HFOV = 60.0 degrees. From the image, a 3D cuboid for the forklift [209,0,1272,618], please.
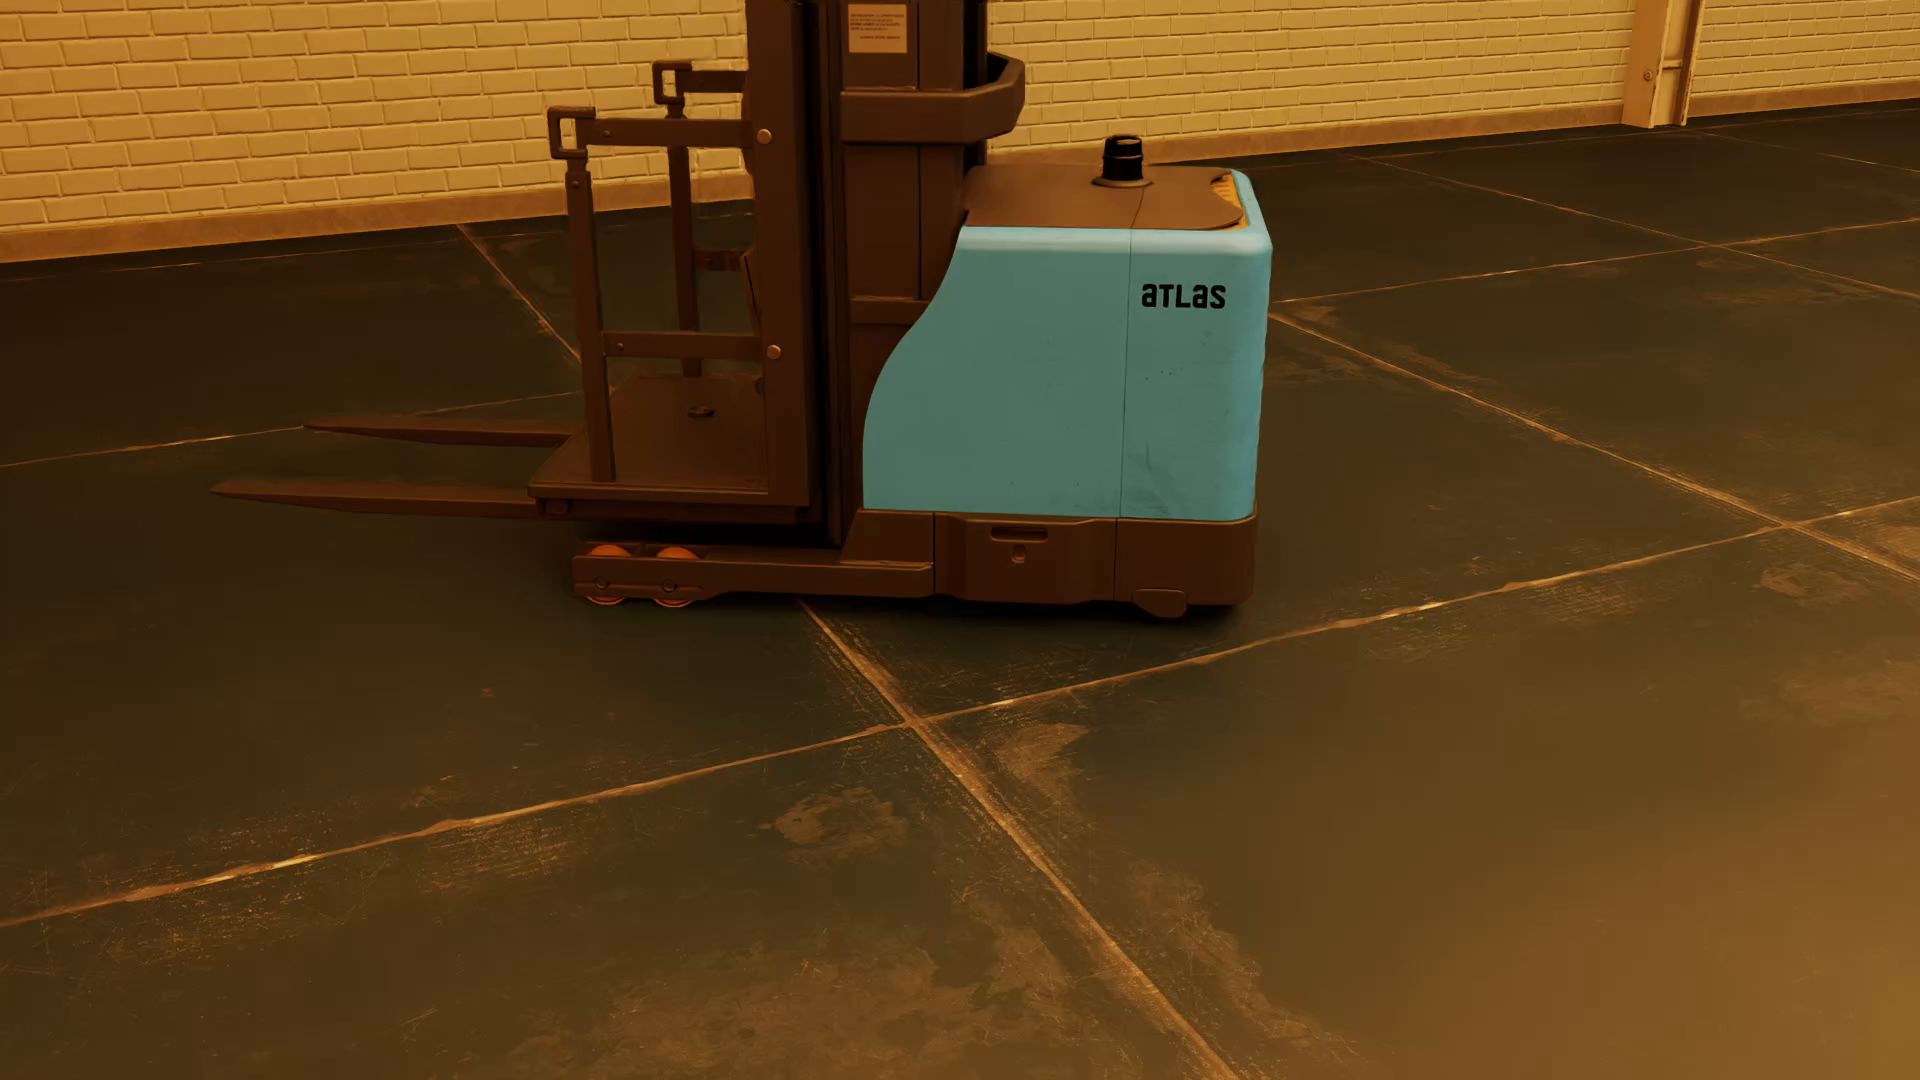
[{"bbox_3d":[-0.664,-1.362,4.565,3.031,2.935,1.130,2,23,5],"label":"forklift"}]
